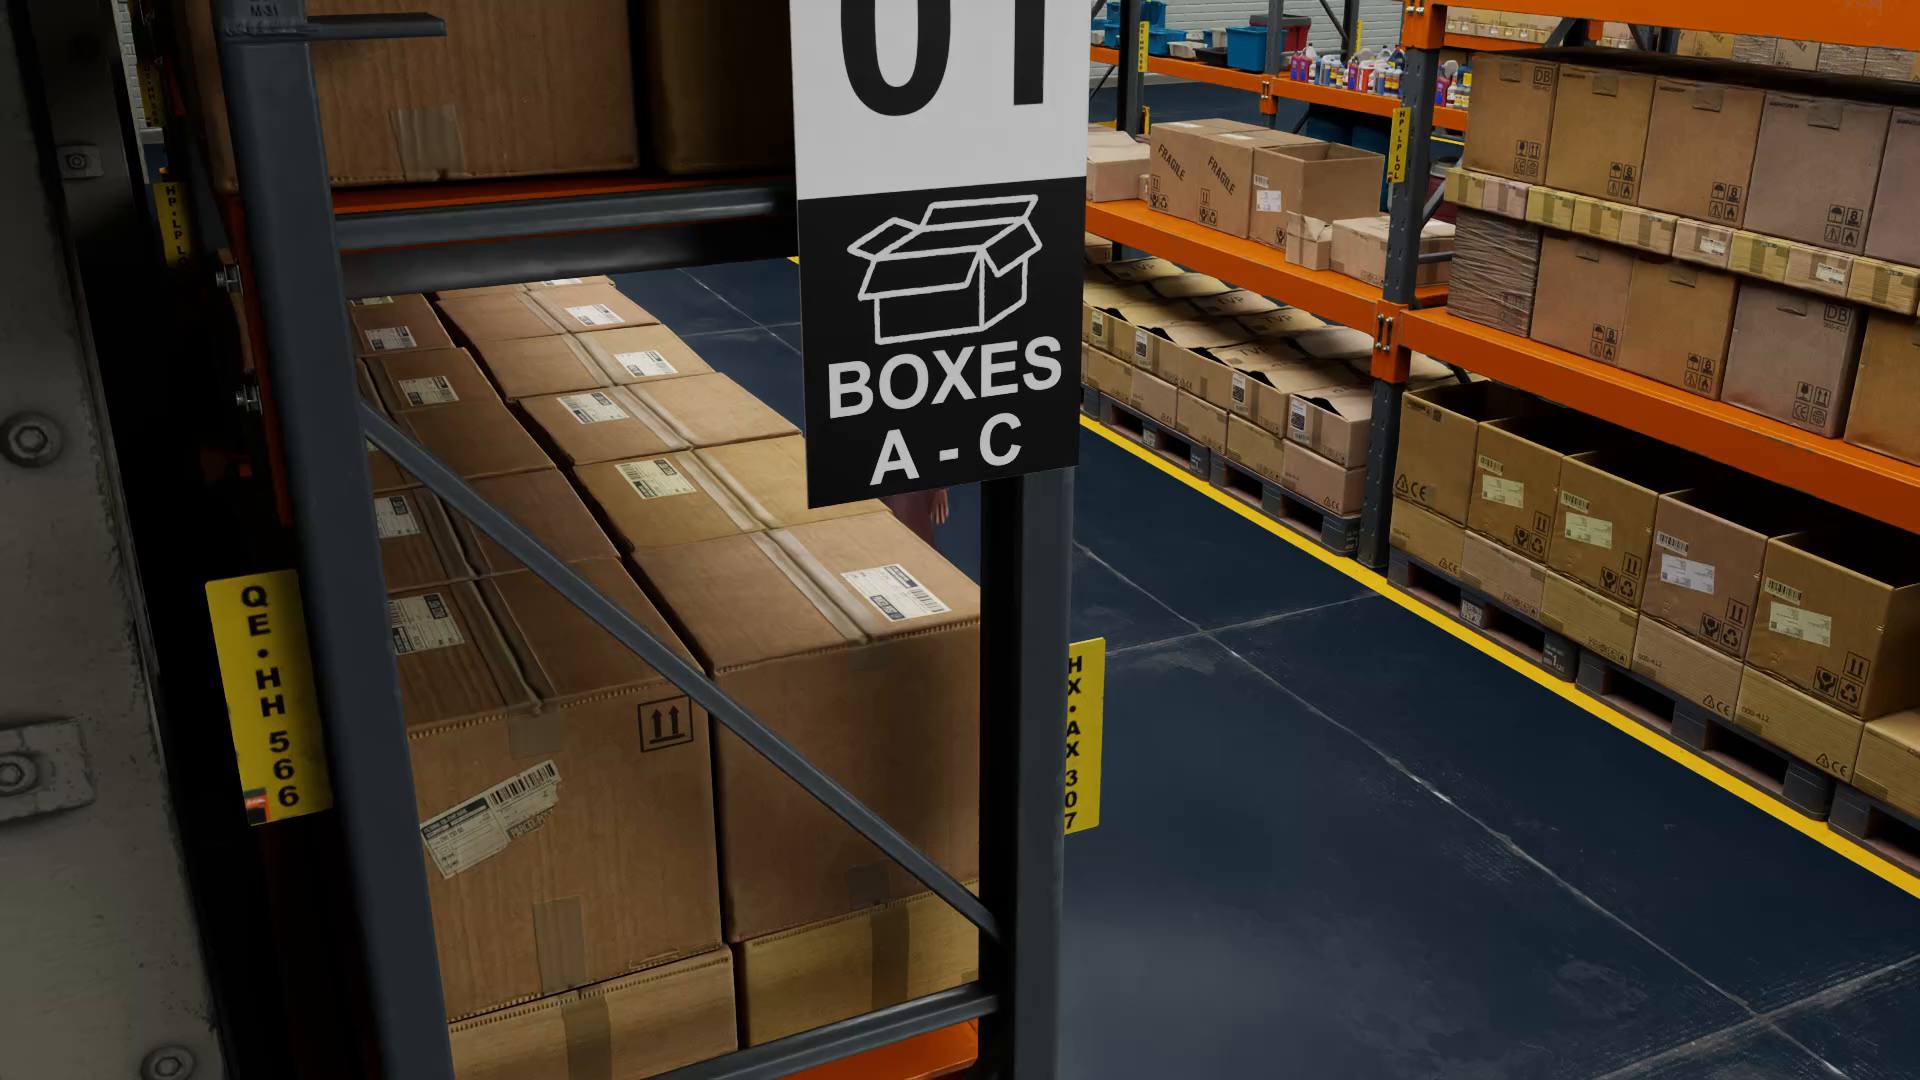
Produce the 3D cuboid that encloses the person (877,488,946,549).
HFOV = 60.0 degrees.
[{"bbox_3d":[-0.381,-0.169,6.496,0.853,1.755,0.610,10,24,24],"label":"person"}]
